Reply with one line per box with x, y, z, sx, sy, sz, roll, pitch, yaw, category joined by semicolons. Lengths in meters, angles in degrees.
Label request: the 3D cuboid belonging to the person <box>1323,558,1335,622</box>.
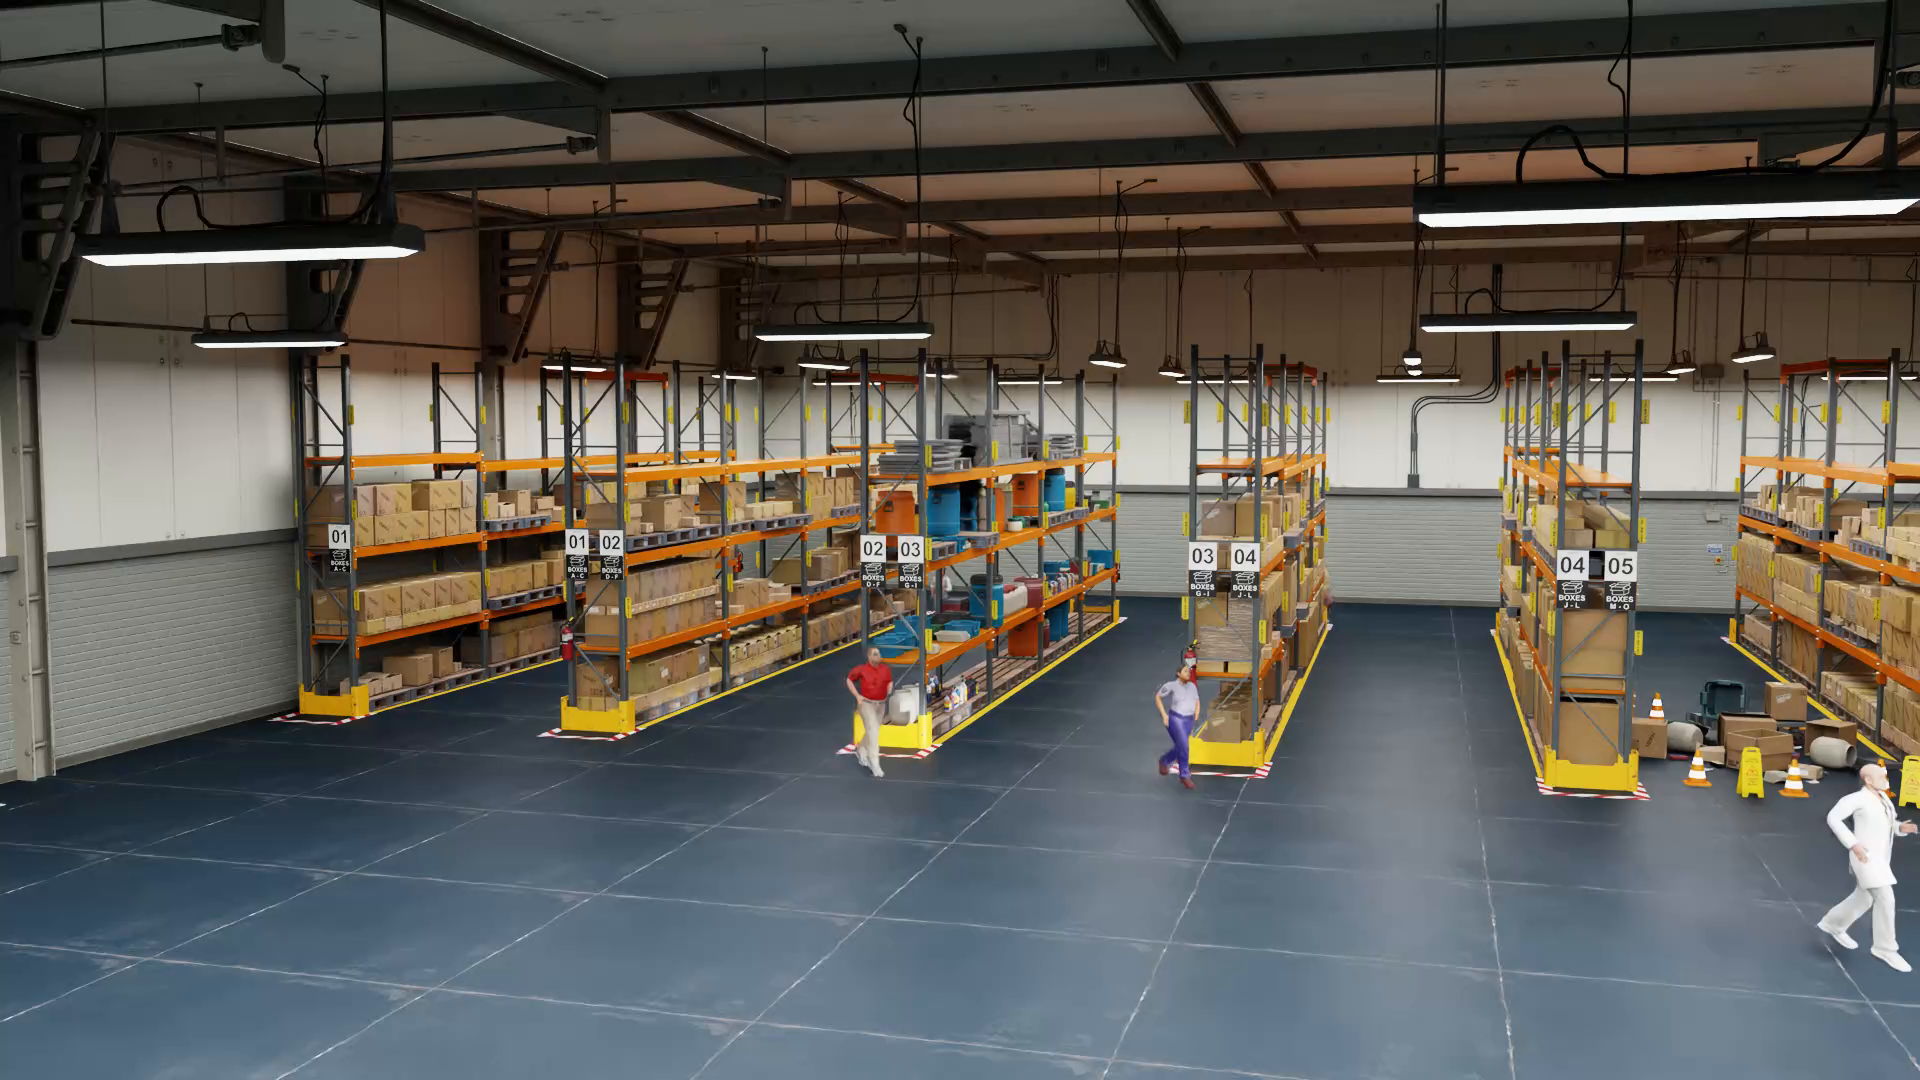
8.783;1.194;40.147;0.521;1.614;0.637;4;6;43;person

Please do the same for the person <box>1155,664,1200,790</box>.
3.009;2.505;22.637;0.616;1.644;0.873;-3;5;-32;person

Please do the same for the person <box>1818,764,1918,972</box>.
8.344;2.963;15.292;0.682;1.824;0.875;-4;6;-41;person

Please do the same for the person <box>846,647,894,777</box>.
-1.218;2.381;23.410;0.648;1.760;0.820;-4;6;-39;person

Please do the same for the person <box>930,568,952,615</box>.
-0.425;1.375;37.403;0.520;1.612;0.855;1;4;7;person
